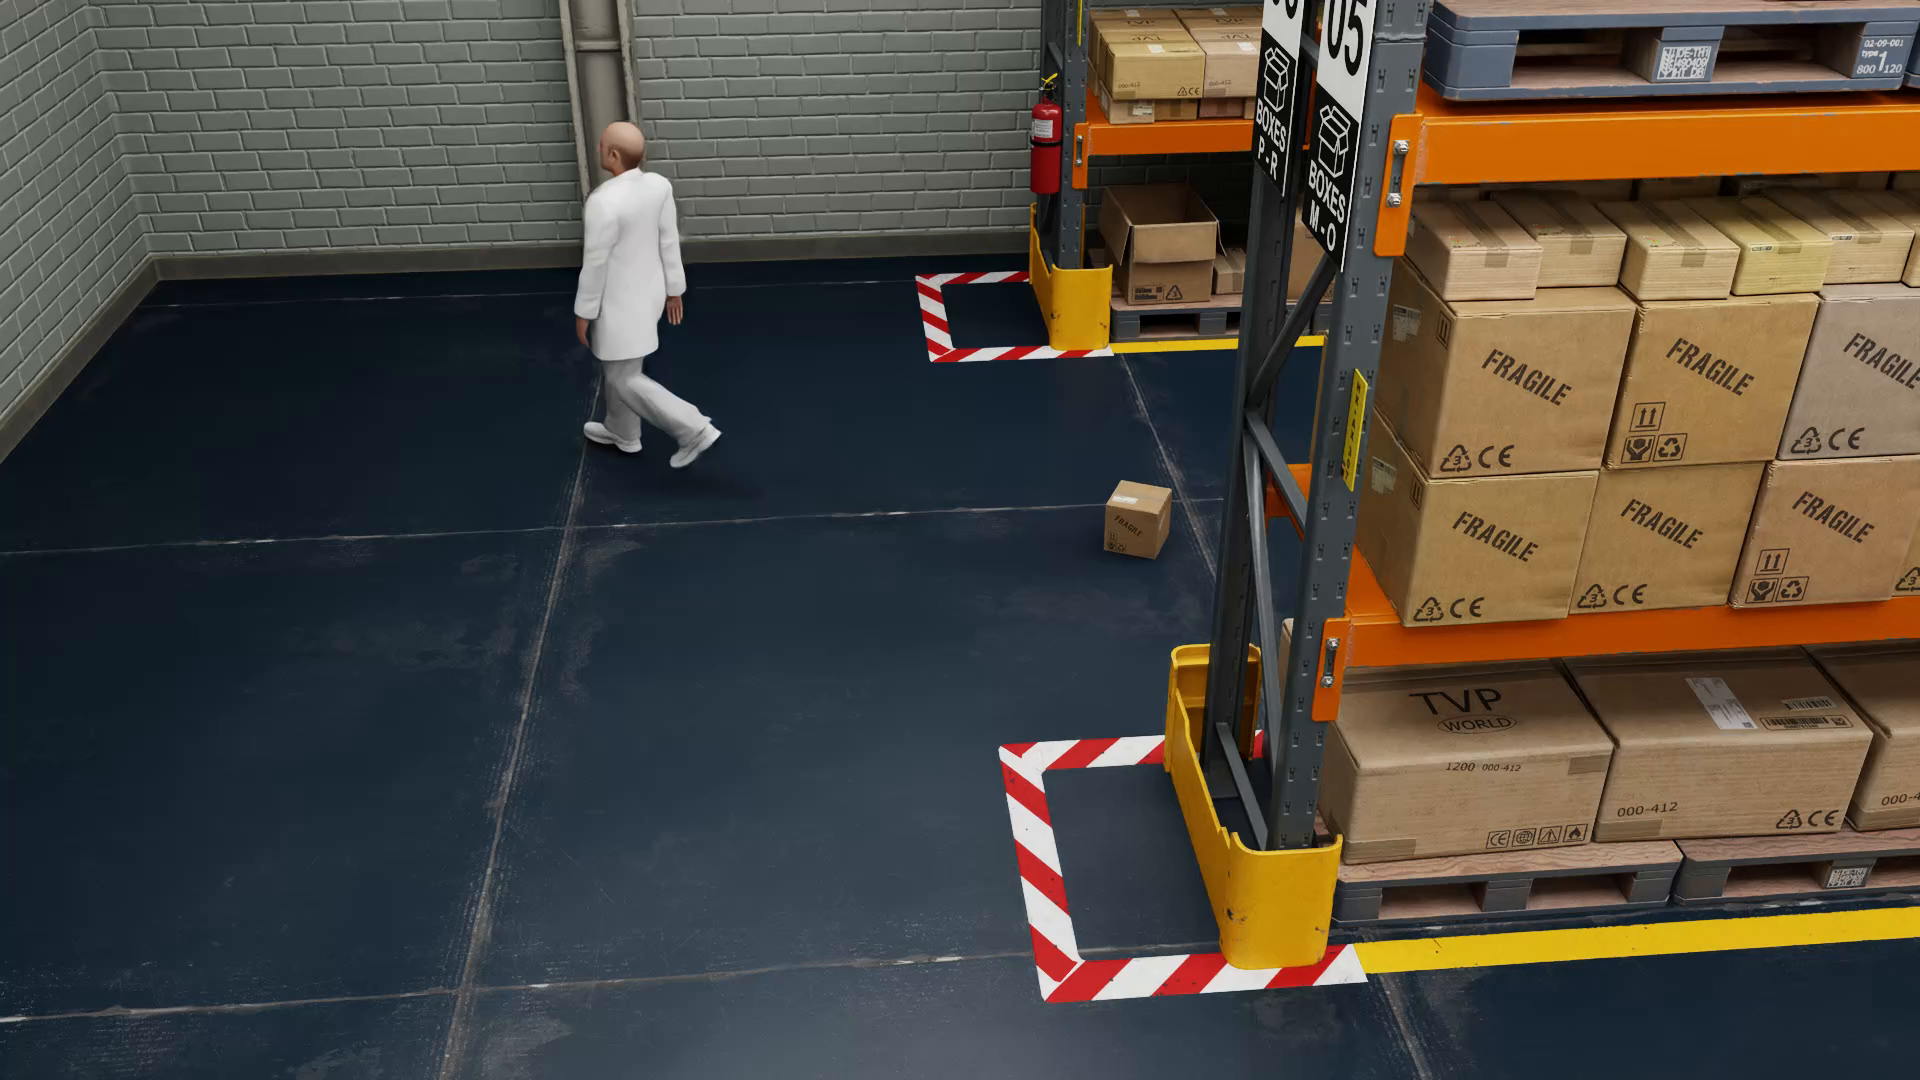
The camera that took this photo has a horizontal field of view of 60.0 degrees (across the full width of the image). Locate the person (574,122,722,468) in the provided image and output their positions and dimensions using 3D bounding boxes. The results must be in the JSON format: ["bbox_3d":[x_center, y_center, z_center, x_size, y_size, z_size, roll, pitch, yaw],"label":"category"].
[{"bbox_3d":[-1.585,-1.156,8.078,0.959,1.746,0.604,14,33,22],"label":"person"}]
